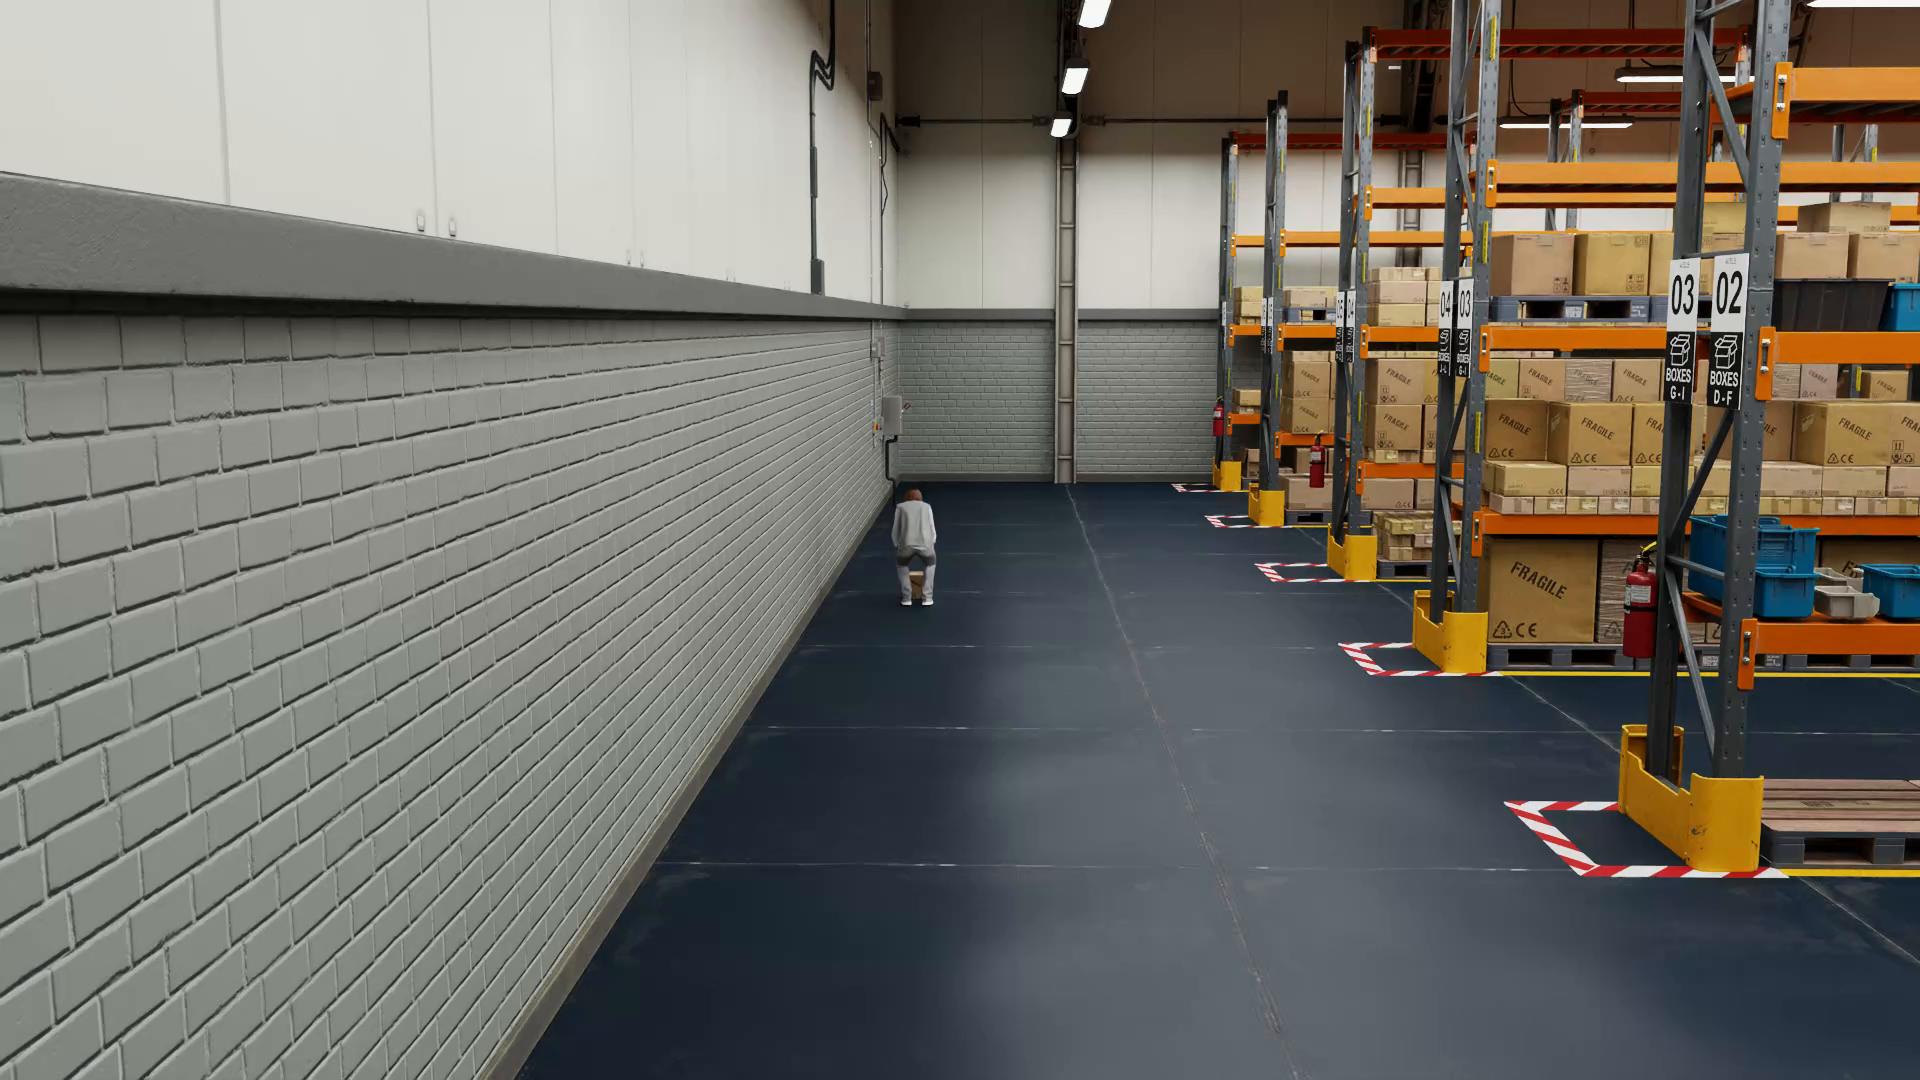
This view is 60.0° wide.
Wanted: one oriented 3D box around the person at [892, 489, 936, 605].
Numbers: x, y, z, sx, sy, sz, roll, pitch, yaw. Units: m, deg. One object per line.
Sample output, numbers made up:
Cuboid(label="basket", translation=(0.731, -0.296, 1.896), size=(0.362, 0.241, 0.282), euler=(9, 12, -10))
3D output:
Cuboid(label="person", translation=(-0.474, 0.086, 16.931), size=(0.463, 1.143, 0.725), euler=(0, 7, 1))
